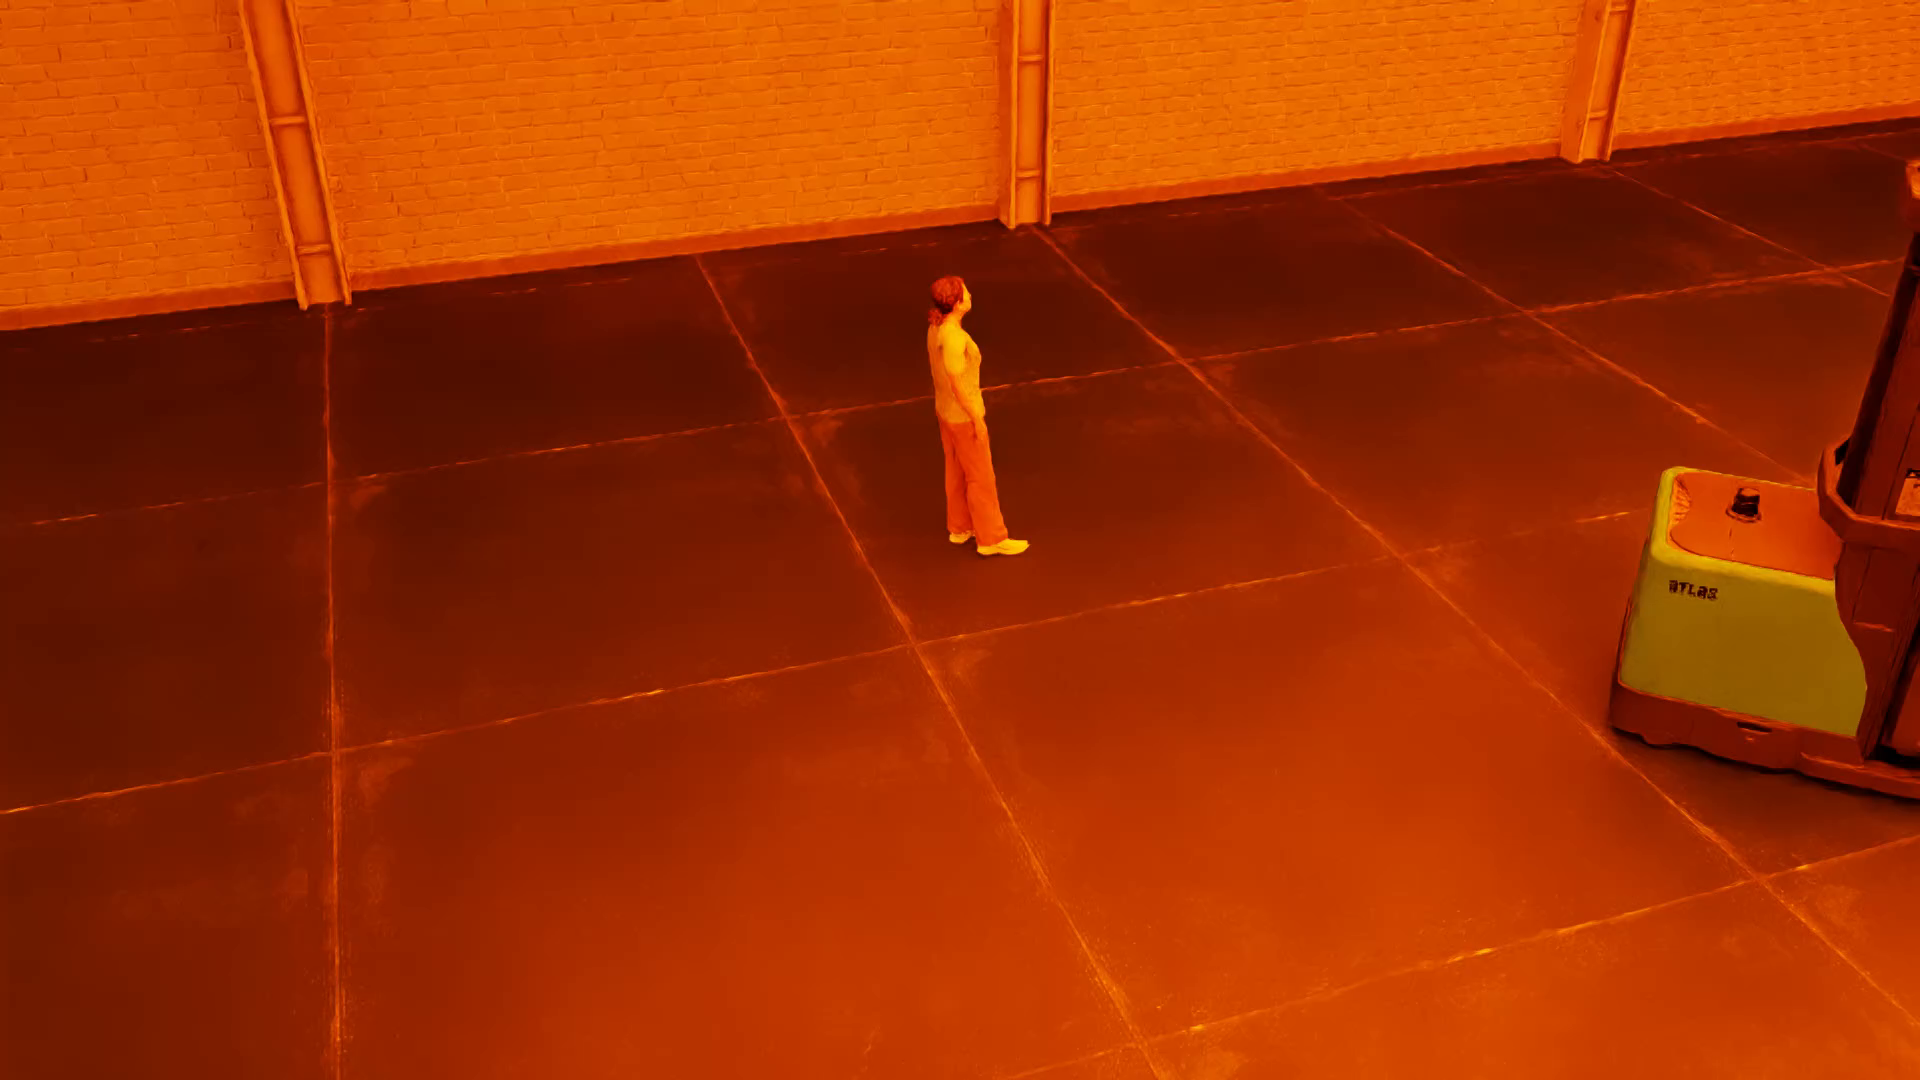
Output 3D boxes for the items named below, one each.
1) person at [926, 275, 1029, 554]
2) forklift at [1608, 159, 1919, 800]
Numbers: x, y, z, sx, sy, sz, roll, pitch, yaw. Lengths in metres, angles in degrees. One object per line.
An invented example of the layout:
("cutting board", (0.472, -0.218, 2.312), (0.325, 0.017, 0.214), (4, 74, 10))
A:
("person", (0.074, -0.739, 9.616), (0.548, 1.674, 0.554), (-10, 31, -16))
("forklift", (4.812, -0.223, 7.474), (3.031, 2.935, 1.130), (12, 32, 20))
